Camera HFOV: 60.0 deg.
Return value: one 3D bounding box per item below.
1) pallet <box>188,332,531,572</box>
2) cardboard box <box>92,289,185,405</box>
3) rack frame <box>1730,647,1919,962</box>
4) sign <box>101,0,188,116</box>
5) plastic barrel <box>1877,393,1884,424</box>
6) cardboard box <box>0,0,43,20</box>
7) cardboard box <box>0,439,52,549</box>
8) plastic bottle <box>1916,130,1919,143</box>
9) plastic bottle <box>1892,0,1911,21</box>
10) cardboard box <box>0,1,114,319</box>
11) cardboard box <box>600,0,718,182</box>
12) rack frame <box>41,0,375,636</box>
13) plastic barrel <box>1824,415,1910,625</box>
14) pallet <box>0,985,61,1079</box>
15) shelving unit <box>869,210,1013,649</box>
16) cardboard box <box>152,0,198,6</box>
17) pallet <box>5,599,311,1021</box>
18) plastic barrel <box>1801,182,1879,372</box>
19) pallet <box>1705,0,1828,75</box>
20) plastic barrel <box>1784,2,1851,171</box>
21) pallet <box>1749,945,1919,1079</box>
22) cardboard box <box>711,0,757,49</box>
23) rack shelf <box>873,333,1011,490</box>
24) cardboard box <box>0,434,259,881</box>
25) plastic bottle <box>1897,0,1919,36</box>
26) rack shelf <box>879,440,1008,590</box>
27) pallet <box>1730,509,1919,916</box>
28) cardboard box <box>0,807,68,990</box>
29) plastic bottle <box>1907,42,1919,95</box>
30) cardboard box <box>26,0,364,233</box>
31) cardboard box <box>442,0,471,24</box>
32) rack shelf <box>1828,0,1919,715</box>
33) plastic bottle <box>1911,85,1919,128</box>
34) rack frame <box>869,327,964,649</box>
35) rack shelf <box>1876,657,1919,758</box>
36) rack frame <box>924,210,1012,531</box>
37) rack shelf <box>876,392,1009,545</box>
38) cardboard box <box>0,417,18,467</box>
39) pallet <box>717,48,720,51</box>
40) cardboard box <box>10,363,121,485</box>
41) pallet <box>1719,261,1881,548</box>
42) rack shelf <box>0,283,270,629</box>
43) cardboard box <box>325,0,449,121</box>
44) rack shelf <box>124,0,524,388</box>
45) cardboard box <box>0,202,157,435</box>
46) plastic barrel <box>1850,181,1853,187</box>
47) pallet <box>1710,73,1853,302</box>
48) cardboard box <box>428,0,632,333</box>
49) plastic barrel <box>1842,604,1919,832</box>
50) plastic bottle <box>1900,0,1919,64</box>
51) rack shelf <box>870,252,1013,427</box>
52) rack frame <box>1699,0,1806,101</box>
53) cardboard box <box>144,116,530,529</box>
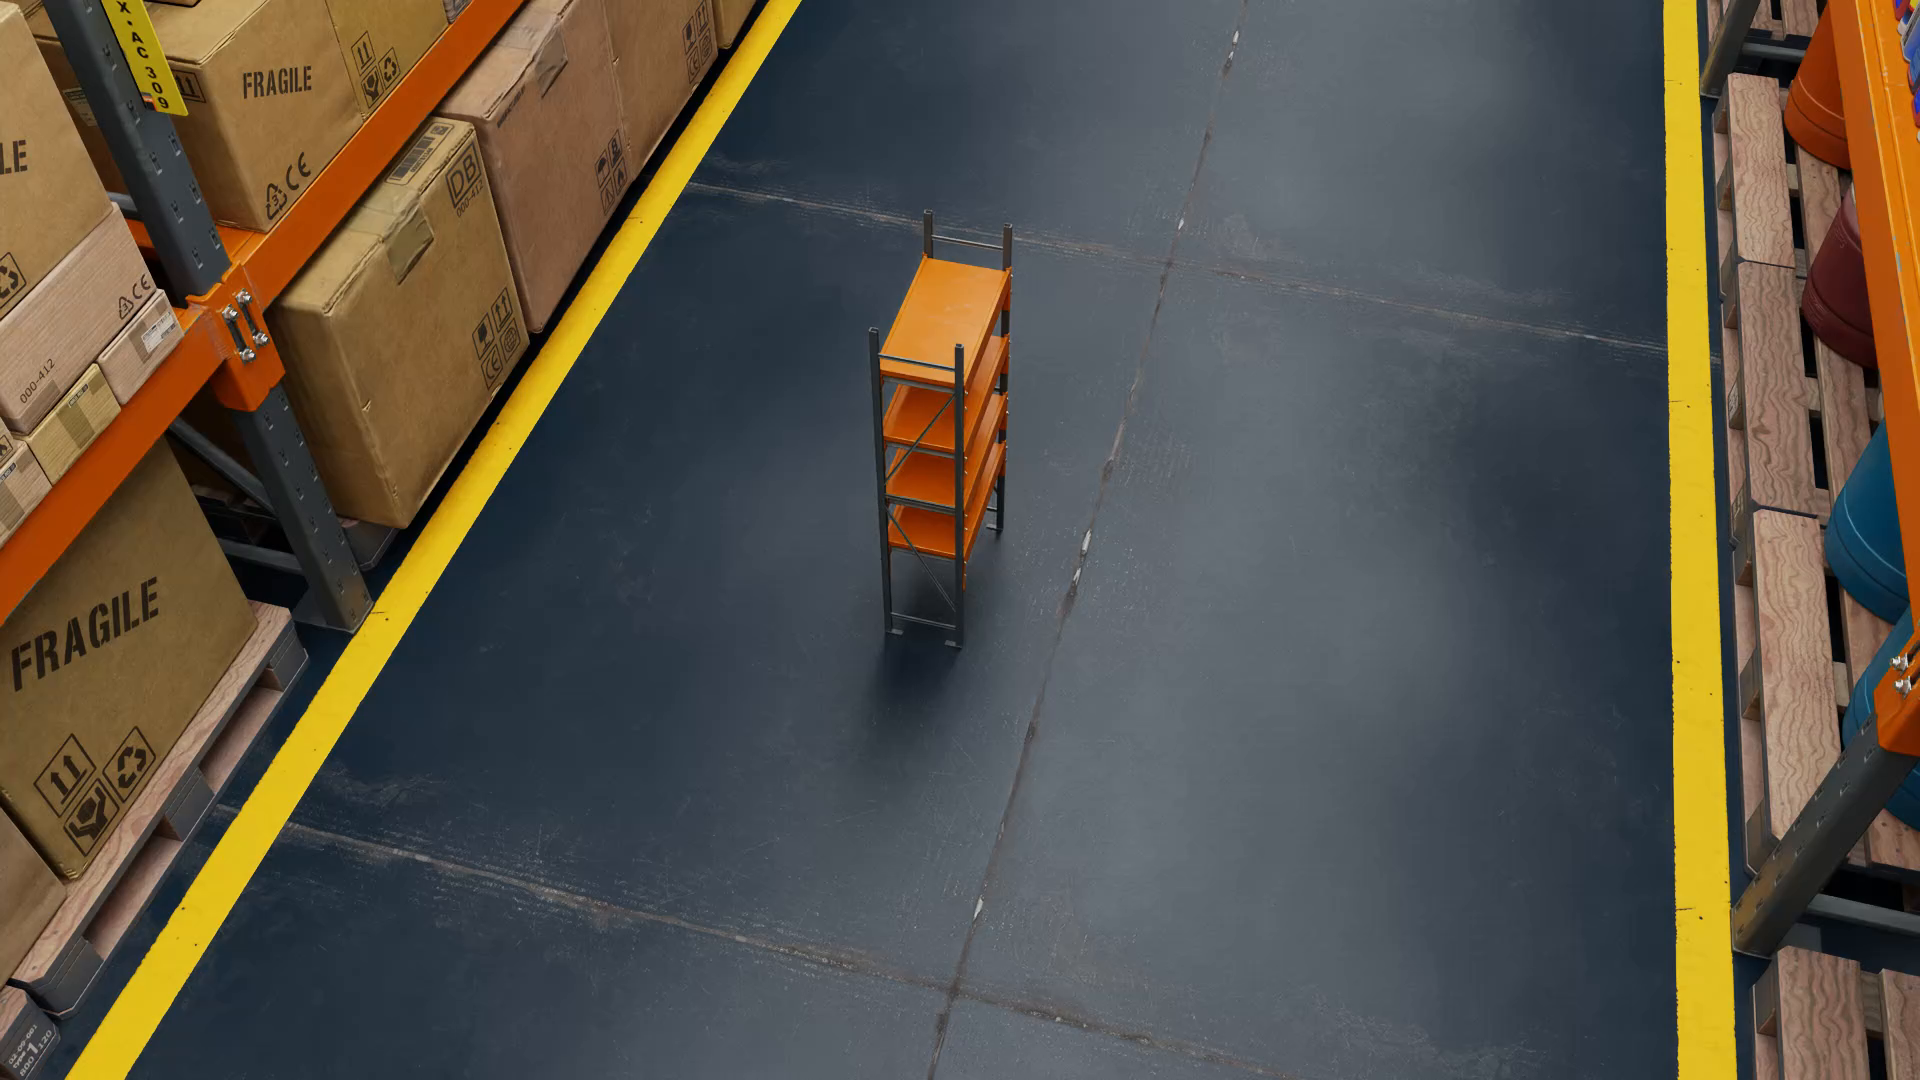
[{"bbox_3d":[-2.152,-0.497,5.548,1.003,0.211,1.213,12,50,10],"label":"pallet"},{"bbox_3d":[-2.047,-0.479,3.840,0.380,0.149,0.250,12,50,10],"label":"cardboard box"},{"bbox_3d":[2.496,0.130,3.134,1.000,3.000,0.127,12,50,10],"label":"rack frame"},{"bbox_3d":[-1.747,-1.051,3.547,0.100,0.325,0.005,12,50,10],"label":"sign"},{"bbox_3d":[3.076,-0.479,5.051,0.421,0.512,0.421,0,49,0],"label":"plastic barrel"},{"bbox_3d":[-2.423,-1.272,4.306,0.500,0.500,0.500,12,50,10],"label":"cardboard box"},{"bbox_3d":[-2.182,-0.107,3.511,0.380,0.149,0.250,11,49,9],"label":"cardboard box"},{"bbox_3d":[2.617,-1.136,4.385,0.097,0.201,0.097,0,49,0],"label":"plastic bottle"},{"bbox_3d":[2.775,-1.648,4.782,0.061,0.283,0.133,12,50,10],"label":"plastic bottle"},{"bbox_3d":[-2.146,-0.759,3.321,0.500,0.500,0.500,13,50,11],"label":"cardboard box"},{"bbox_3d":[-1.674,-2.038,6.185,1.225,0.875,0.875,12,50,10],"label":"cardboard box"},{"bbox_3d":[-2.283,-0.847,3.997,1.000,3.000,0.127,12,50,10],"label":"rack frame"},{"bbox_3d":[2.842,-0.217,4.560,0.600,0.901,0.708,12,50,10],"label":"plastic barrel"},{"bbox_3d":[-2.877,1.495,3.789,1.003,0.211,1.213,12,50,10],"label":"pallet"},{"bbox_3d":[-0.044,-0.277,4.694,0.258,1.200,0.503,12,50,10],"label":"shelving unit"},{"bbox_3d":[-2.123,-1.676,3.993,0.797,0.503,0.637,10,49,9],"label":"cardboard box"},{"bbox_3d":[-2.558,0.610,4.571,1.003,0.211,1.213,12,50,10],"label":"pallet"},{"bbox_3d":[3.139,-0.930,5.398,0.600,0.588,0.708,12,50,10],"label":"plastic barrel"},{"bbox_3d":[3.790,-2.393,7.221,1.003,0.211,1.213,12,50,10],"label":"pallet"},{"bbox_3d":[3.436,-1.827,6.029,0.600,0.830,0.708,12,50,10],"label":"plastic barrel"},{"bbox_3d":[2.340,1.593,3.704,1.003,0.211,1.213,12,50,10],"label":"pallet"},{"bbox_3d":[-1.432,-2.681,6.753,1.225,0.875,0.875,9,49,8],"label":"cardboard box"},{"bbox_3d":[-0.044,-0.381,4.577,0.258,0.148,0.480,12,50,10],"label":"rack shelf"},{"bbox_3d":[-2.534,0.179,4.229,0.875,0.875,0.875,12,50,10],"label":"cardboard box"},{"bbox_3d":[2.762,-1.557,4.710,0.097,0.271,0.097,0,49,0],"label":"plastic bottle"},{"bbox_3d":[-0.044,-0.101,4.894,0.258,0.148,0.480,12,50,10],"label":"rack shelf"},{"bbox_3d":[2.739,0.503,4.665,1.003,0.211,1.213,12,50,10],"label":"pallet"},{"bbox_3d":[-2.770,0.830,3.654,0.875,0.875,0.875,12,50,10],"label":"cardboard box"},{"bbox_3d":[2.712,-1.380,4.500,0.144,0.351,0.185,12,50,10],"label":"plastic bottle"},{"bbox_3d":[-1.920,-1.164,4.210,0.500,0.500,0.500,12,50,10],"label":"cardboard box"},{"bbox_3d":[-1.657,-1.889,4.850,0.500,0.500,0.500,11,49,9],"label":"cardboard box"},{"bbox_3d":[3.022,-1.078,4.681,1.077,0.370,4.000,12,50,10],"label":"rack shelf"},{"bbox_3d":[2.630,-1.250,4.431,0.061,0.283,0.133,12,50,10],"label":"plastic bottle"},{"bbox_3d":[-0.108,-0.101,4.539,0.240,1.200,0.015,12,50,10],"label":"rack frame"},{"bbox_3d":[1.969,1.815,2.127,1.077,0.370,4.000,12,50,10],"label":"rack shelf"},{"bbox_3d":[0.021,-0.454,4.850,0.240,1.200,0.015,12,50,10],"label":"rack frame"},{"bbox_3d":[-0.044,-0.233,4.745,0.258,0.148,0.480,12,50,10],"label":"rack shelf"},{"bbox_3d":[-2.280,-0.150,3.283,0.500,0.250,0.500,13,50,11],"label":"cardboard box"},{"bbox_3d":[-1.510,-2.262,7.106,1.003,0.211,1.213,12,50,10],"label":"pallet"},{"bbox_3d":[-2.115,-0.292,3.675,0.380,0.149,0.250,12,50,11],"label":"cardboard box"},{"bbox_3d":[3.058,-0.382,5.446,1.003,0.211,1.213,12,50,10],"label":"pallet"},{"bbox_3d":[-2.809,0.838,2.990,1.077,0.370,4.000,12,50,10],"label":"rack shelf"},{"bbox_3d":[-1.789,-1.527,4.531,0.500,0.500,0.500,12,50,10],"label":"cardboard box"},{"bbox_3d":[-1.756,-2.056,5.543,1.077,0.370,4.000,12,50,10],"label":"rack shelf"},{"bbox_3d":[-2.146,-0.525,3.614,0.500,0.250,0.500,11,49,9],"label":"cardboard box"},{"bbox_3d":[3.374,-1.295,5.772,0.421,0.512,0.421,0,49,0],"label":"plastic barrel"},{"bbox_3d":[3.381,-1.262,6.223,1.003,0.211,1.213,12,50,10],"label":"pallet"},{"bbox_3d":[-1.899,-1.396,5.619,1.225,0.875,0.875,10,49,9],"label":"cardboard box"},{"bbox_3d":[2.655,0.296,4.108,0.600,0.901,0.708,12,50,10],"label":"plastic barrel"},{"bbox_3d":[2.758,-1.470,4.629,0.152,0.276,0.135,12,50,10],"label":"plastic bottle"},{"bbox_3d":[-0.044,-0.537,4.400,0.258,0.148,0.480,12,50,10],"label":"rack shelf"},{"bbox_3d":[3.548,-2.763,5.688,1.000,3.000,0.127,12,50,10],"label":"rack frame"},{"bbox_3d":[-2.134,-0.750,5.048,1.225,0.875,0.875,12,50,10],"label":"cardboard box"}]
